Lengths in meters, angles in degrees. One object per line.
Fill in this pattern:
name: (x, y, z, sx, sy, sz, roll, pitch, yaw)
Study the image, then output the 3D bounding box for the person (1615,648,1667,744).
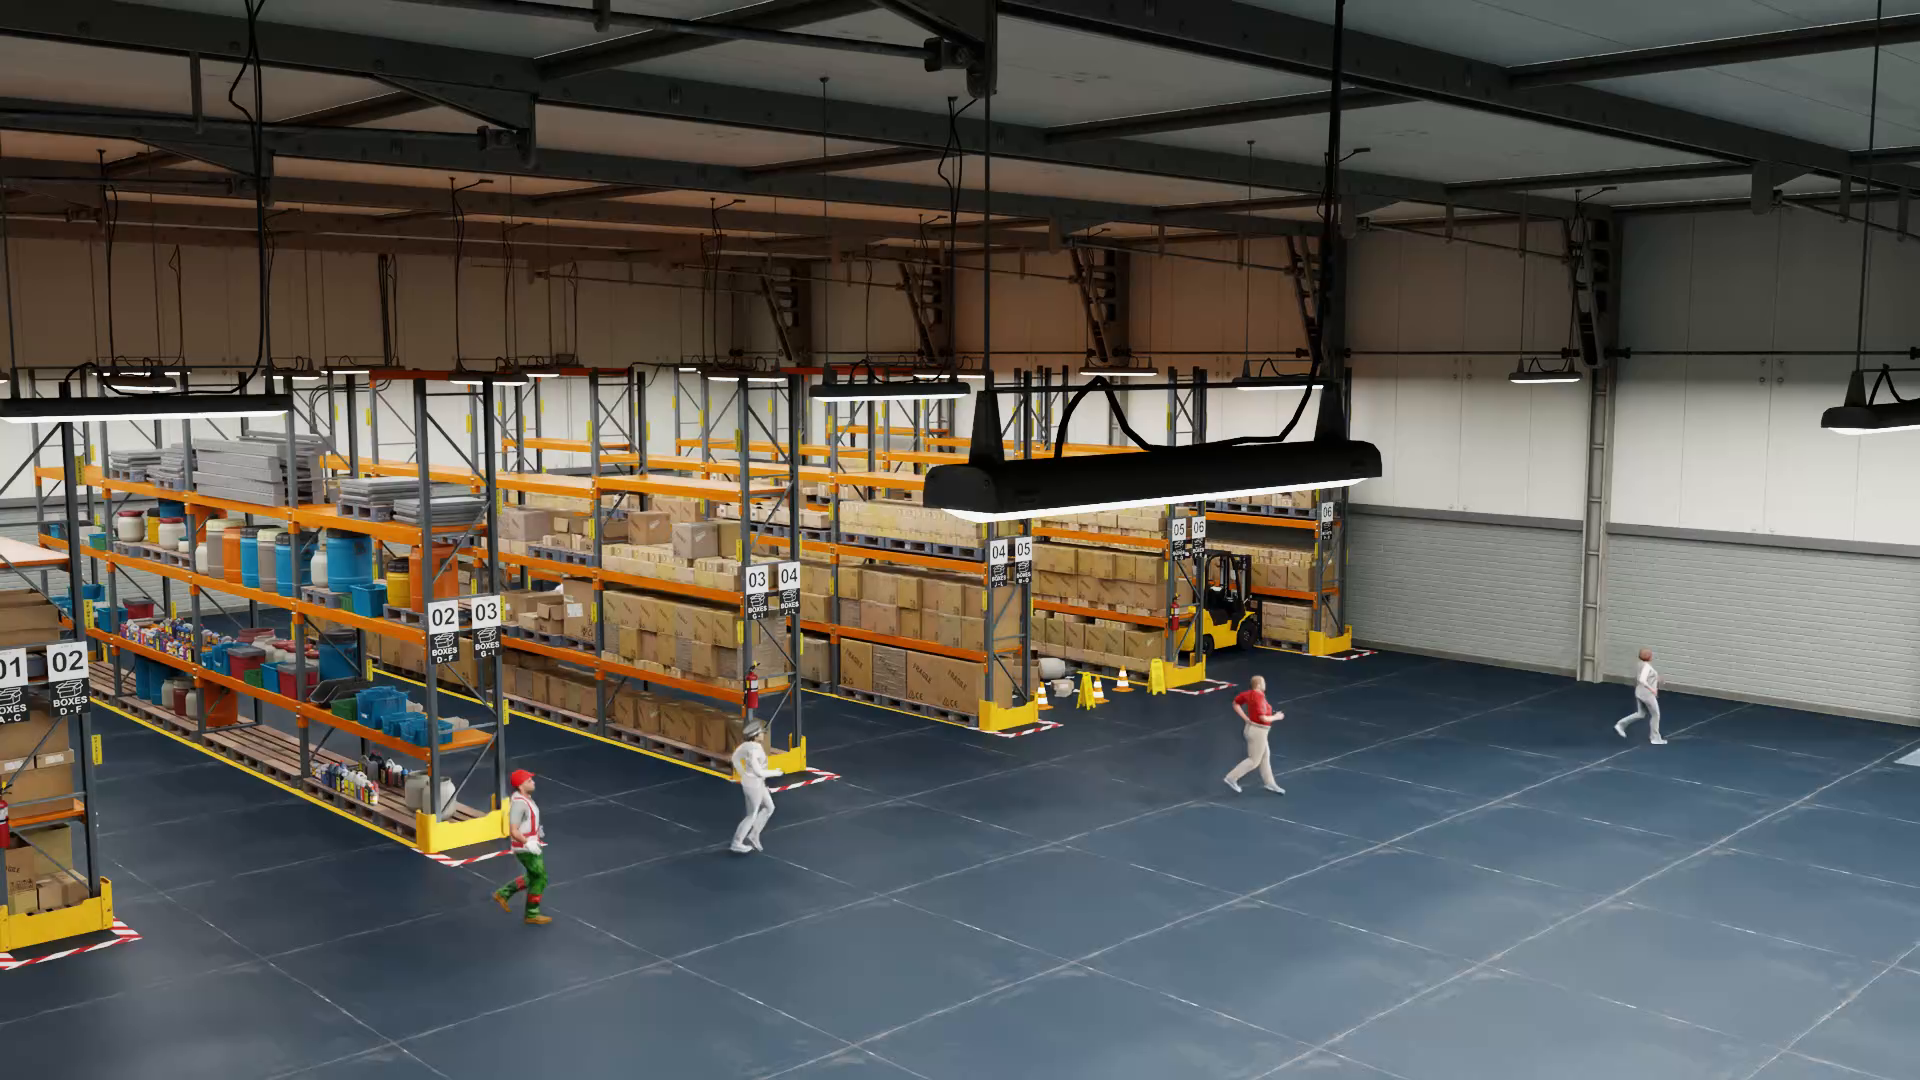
person: (11.030, 2.517, 26.820, 0.841, 1.572, 0.546, 0, 6, -2)

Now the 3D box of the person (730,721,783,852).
person: (-2.582, 3.138, 21.023, 0.678, 1.715, 0.608, -2, 7, -15)

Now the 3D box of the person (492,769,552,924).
person: (-4.868, 3.396, 18.403, 0.635, 1.758, 0.651, -2, 7, -14)

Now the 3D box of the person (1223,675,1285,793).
person: (4.216, 2.796, 23.728, 0.969, 1.750, 0.660, -1, 7, -10)

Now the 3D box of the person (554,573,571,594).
person: (-8.283, 1.518, 35.072, 0.576, 1.707, 0.831, -6, 9, -41)
